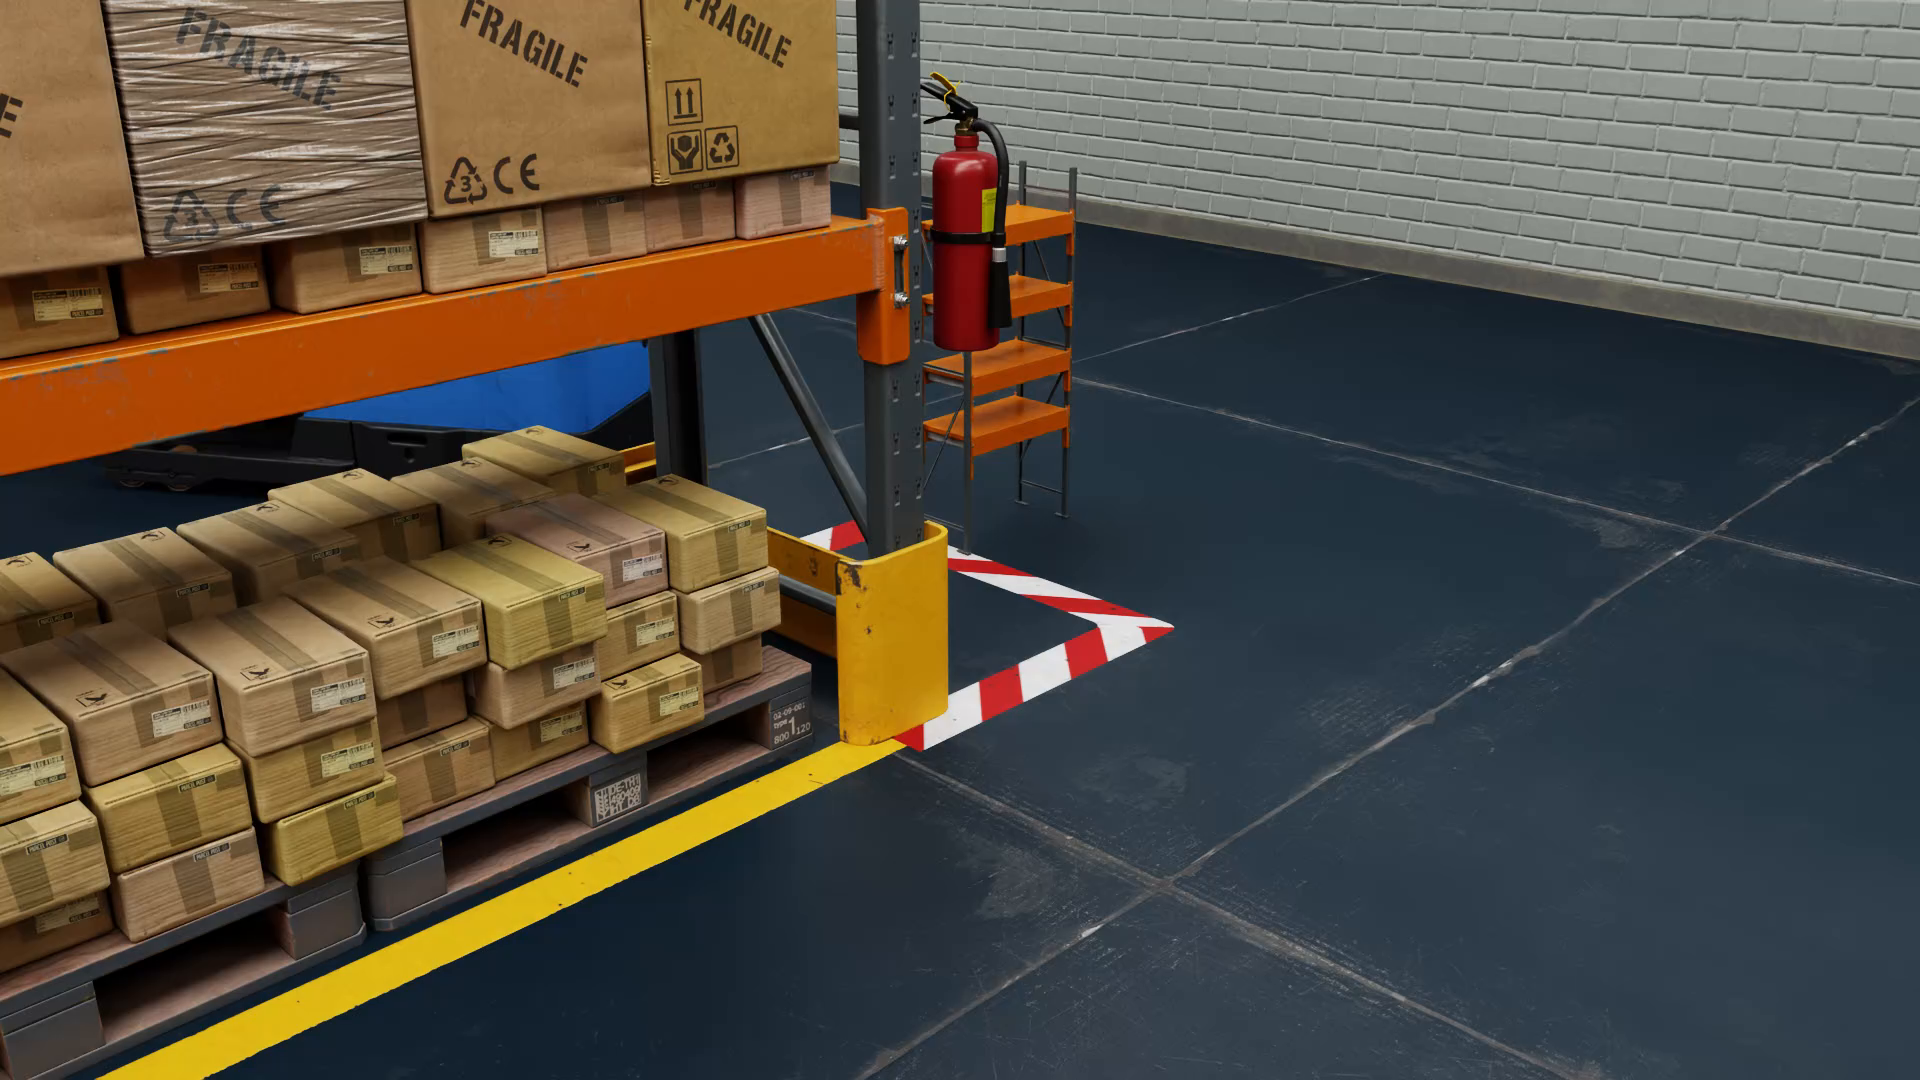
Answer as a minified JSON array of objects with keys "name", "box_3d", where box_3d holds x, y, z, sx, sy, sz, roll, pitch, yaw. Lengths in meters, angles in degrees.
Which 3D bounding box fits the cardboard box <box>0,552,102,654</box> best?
[{"name":"cardboard box","box_3d":[-2.003,0.172,3.505,0.250,0.149,0.380,-20,28,-41]}]

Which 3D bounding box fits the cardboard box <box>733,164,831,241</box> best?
[{"name":"cardboard box","box_3d":[-0.515,-0.806,3.841,0.380,0.149,0.250,19,28,41]}]

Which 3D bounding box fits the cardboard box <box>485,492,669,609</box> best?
[{"name":"cardboard box","box_3d":[-0.894,0.029,3.877,0.250,0.149,0.380,-20,28,-41]}]

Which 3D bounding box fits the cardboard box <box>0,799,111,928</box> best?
[{"name":"cardboard box","box_3d":[-1.731,0.535,2.977,0.380,0.149,0.250,20,28,41]}]

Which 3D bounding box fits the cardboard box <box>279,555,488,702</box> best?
[{"name":"cardboard box","box_3d":[-1.210,0.178,3.490,0.380,0.149,0.250,18,27,39]}]

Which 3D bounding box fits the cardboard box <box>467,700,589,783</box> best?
[{"name":"cardboard box","box_3d":[-1.061,0.382,3.787,0.380,0.149,0.250,19,28,40]}]

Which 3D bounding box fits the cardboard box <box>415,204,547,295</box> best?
[{"name":"cardboard box","box_3d":[-1.041,-0.612,3.335,0.250,0.149,0.380,-19,28,-41]}]

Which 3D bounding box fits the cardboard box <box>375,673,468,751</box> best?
[{"name":"cardboard box","box_3d":[-1.276,0.303,3.580,0.380,0.149,0.250,19,28,40]}]

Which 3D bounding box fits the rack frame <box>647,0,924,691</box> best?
[{"name":"rack frame","box_3d":[-0.490,-1.078,4.198,1.000,3.000,0.127,19,28,41]}]

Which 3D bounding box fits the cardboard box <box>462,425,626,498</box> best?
[{"name":"cardboard box","box_3d":[-1.099,-0.171,4.398,0.380,0.149,0.250,18,27,38]}]

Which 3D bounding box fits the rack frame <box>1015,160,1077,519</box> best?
[{"name":"rack frame","box_3d":[0.286,-0.665,5.633,0.240,1.200,0.015,19,28,41]}]

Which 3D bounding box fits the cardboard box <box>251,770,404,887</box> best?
[{"name":"cardboard box","box_3d":[-1.357,0.530,3.402,0.380,0.149,0.250,18,27,38]}]

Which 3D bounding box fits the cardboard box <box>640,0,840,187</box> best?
[{"name":"cardboard box","box_3d":[-0.619,-1.083,3.658,0.500,0.500,0.500,-19,28,-41]}]

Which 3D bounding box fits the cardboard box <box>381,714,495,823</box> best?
[{"name":"cardboard box","box_3d":[-1.224,0.449,3.614,0.380,0.149,0.250,20,28,41]}]

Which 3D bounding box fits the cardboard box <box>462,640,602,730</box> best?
[{"name":"cardboard box","box_3d":[-1.015,0.259,3.693,0.380,0.149,0.250,18,27,39]}]

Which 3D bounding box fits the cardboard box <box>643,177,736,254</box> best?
[{"name":"cardboard box","box_3d":[-0.715,-0.751,3.699,0.380,0.149,0.250,19,28,41]}]

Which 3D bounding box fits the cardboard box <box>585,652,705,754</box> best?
[{"name":"cardboard box","box_3d":[-0.815,0.336,3.908,0.250,0.149,0.380,-19,28,-40]}]

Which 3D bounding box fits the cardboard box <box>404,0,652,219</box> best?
[{"name":"cardboard box","box_3d":[-0.982,-0.952,3.317,0.500,0.500,0.500,19,28,40]}]

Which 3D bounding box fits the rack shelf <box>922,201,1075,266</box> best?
[{"name":"rack shelf","box_3d":[0.116,-0.969,5.329,0.258,0.148,0.480,19,28,41]}]

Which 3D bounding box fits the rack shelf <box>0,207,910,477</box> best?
[{"name":"rack shelf","box_3d":[-1.885,-0.228,2.989,1.077,0.370,4.000,19,28,41]}]

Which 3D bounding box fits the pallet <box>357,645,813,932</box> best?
[{"name":"pallet","box_3d":[-1.135,0.443,4.127,1.003,0.211,1.213,19,28,41]}]

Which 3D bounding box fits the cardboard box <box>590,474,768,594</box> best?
[{"name":"cardboard box","box_3d":[-0.678,-0.021,4.008,0.380,0.149,0.250,20,28,41]}]

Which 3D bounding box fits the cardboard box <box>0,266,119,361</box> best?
[{"name":"cardboard box","box_3d":[-1.650,-0.425,2.848,0.250,0.149,0.380,-20,28,-41]}]

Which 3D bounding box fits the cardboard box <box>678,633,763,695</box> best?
[{"name":"cardboard box","box_3d":[-0.708,0.244,4.146,0.250,0.149,0.380,-20,28,-41]}]

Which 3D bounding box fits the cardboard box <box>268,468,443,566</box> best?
[{"name":"cardboard box","box_3d":[-1.473,-0.037,4.050,0.380,0.149,0.250,19,28,40]}]

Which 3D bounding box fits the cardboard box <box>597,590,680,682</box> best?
[{"name":"cardboard box","box_3d":[-0.875,0.179,3.902,0.380,0.149,0.250,18,28,39]}]

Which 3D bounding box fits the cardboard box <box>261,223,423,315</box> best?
[{"name":"cardboard box","box_3d":[-1.246,-0.551,3.178,0.380,0.149,0.250,18,27,38]}]

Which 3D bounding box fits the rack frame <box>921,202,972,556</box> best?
[{"name":"rack frame","box_3d":[-0.055,-0.540,5.307,0.240,1.200,0.015,19,28,41]}]

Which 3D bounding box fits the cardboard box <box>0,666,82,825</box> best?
[{"name":"cardboard box","box_3d":[-1.783,0.375,2.976,0.380,0.149,0.250,19,28,41]}]

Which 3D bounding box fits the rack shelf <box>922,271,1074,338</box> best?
[{"name":"rack shelf","box_3d":[0.116,-0.749,5.414,0.258,0.148,0.480,19,28,41]}]

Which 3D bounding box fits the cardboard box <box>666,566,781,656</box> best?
[{"name":"cardboard box","box_3d":[-0.654,0.125,4.042,0.380,0.149,0.250,18,28,39]}]

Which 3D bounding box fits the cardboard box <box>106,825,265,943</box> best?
[{"name":"cardboard box","box_3d":[-1.562,0.595,3.233,0.250,0.149,0.380,-20,28,-41]}]

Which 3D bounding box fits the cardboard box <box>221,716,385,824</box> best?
[{"name":"cardboard box","box_3d":[-1.367,0.396,3.338,0.250,0.149,0.380,-20,28,-41]}]

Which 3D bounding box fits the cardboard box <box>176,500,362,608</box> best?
[{"name":"cardboard box","box_3d":[-1.586,0.047,3.830,0.380,0.149,0.250,18,27,38]}]

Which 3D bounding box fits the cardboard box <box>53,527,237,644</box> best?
[{"name":"cardboard box","box_3d":[-1.787,0.116,3.651,0.250,0.149,0.380,-19,28,-40]}]

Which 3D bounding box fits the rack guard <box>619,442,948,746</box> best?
[{"name":"rack guard","box_3d":[-0.543,0.109,4.595,1.175,0.500,0.348,19,28,41]}]

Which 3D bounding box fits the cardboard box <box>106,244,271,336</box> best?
[{"name":"cardboard box","box_3d":[-1.477,-0.497,3.037,0.380,0.149,0.250,18,27,38]}]

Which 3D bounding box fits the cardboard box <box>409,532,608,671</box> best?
[{"name":"cardboard box","box_3d":[-0.984,0.127,3.621,0.380,0.149,0.250,18,28,39]}]

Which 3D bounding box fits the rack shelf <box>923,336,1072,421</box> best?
[{"name":"rack shelf","box_3d":[0.116,-0.540,5.494,0.258,0.148,0.480,19,28,41]}]

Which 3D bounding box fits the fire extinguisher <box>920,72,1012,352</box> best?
[{"name":"fire extinguisher","box_3d":[0.016,-0.817,4.146,0.296,0.674,0.183,19,28,41]}]

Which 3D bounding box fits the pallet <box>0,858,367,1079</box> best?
[{"name":"pallet","box_3d":[-1.986,0.755,3.315,1.003,0.211,1.213,19,28,41]}]

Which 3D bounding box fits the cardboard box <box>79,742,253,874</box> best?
[{"name":"cardboard box","box_3d":[-1.559,0.457,3.179,0.250,0.149,0.380,-18,28,-39]}]

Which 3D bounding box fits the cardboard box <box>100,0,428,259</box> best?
[{"name":"cardboard box","box_3d":[-1.329,-0.820,2.972,0.500,0.500,0.500,19,28,41]}]

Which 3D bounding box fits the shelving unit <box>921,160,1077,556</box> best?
[{"name":"shelving unit","box_3d":[0.116,-0.603,5.470,0.258,1.200,0.503,19,28,41]}]

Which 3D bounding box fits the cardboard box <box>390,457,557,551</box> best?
[{"name":"cardboard box","box_3d":[-1.205,-0.070,4.135,0.250,0.149,0.380,-20,28,-41]}]

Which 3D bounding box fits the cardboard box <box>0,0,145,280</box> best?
[{"name":"cardboard box","box_3d":[-1.684,-0.694,2.645,0.500,0.500,0.500,-18,28,-39]}]

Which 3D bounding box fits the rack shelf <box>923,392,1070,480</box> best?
[{"name":"rack shelf","box_3d":[0.116,-0.355,5.565,0.258,0.148,0.480,19,28,41]}]

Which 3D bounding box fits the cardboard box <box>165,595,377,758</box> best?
[{"name":"cardboard box","box_3d":[-1.357,0.261,3.274,0.250,0.149,0.380,-19,28,-40]}]

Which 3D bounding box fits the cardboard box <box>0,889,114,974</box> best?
[{"name":"cardboard box","box_3d":[-1.792,0.642,3.113,0.250,0.149,0.380,-19,28,-41]}]

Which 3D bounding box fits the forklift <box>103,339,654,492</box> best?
[{"name":"forklift","box_3d":[-2.629,-1.722,5.969,3.031,2.935,1.130,5,22,12]}]

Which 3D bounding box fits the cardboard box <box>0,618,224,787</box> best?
[{"name":"cardboard box","box_3d":[-1.621,0.301,3.170,0.380,0.149,0.250,18,27,39]}]

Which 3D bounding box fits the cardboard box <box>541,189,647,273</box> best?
[{"name":"cardboard box","box_3d":[-0.880,-0.683,3.521,0.380,0.149,0.250,19,28,40]}]
